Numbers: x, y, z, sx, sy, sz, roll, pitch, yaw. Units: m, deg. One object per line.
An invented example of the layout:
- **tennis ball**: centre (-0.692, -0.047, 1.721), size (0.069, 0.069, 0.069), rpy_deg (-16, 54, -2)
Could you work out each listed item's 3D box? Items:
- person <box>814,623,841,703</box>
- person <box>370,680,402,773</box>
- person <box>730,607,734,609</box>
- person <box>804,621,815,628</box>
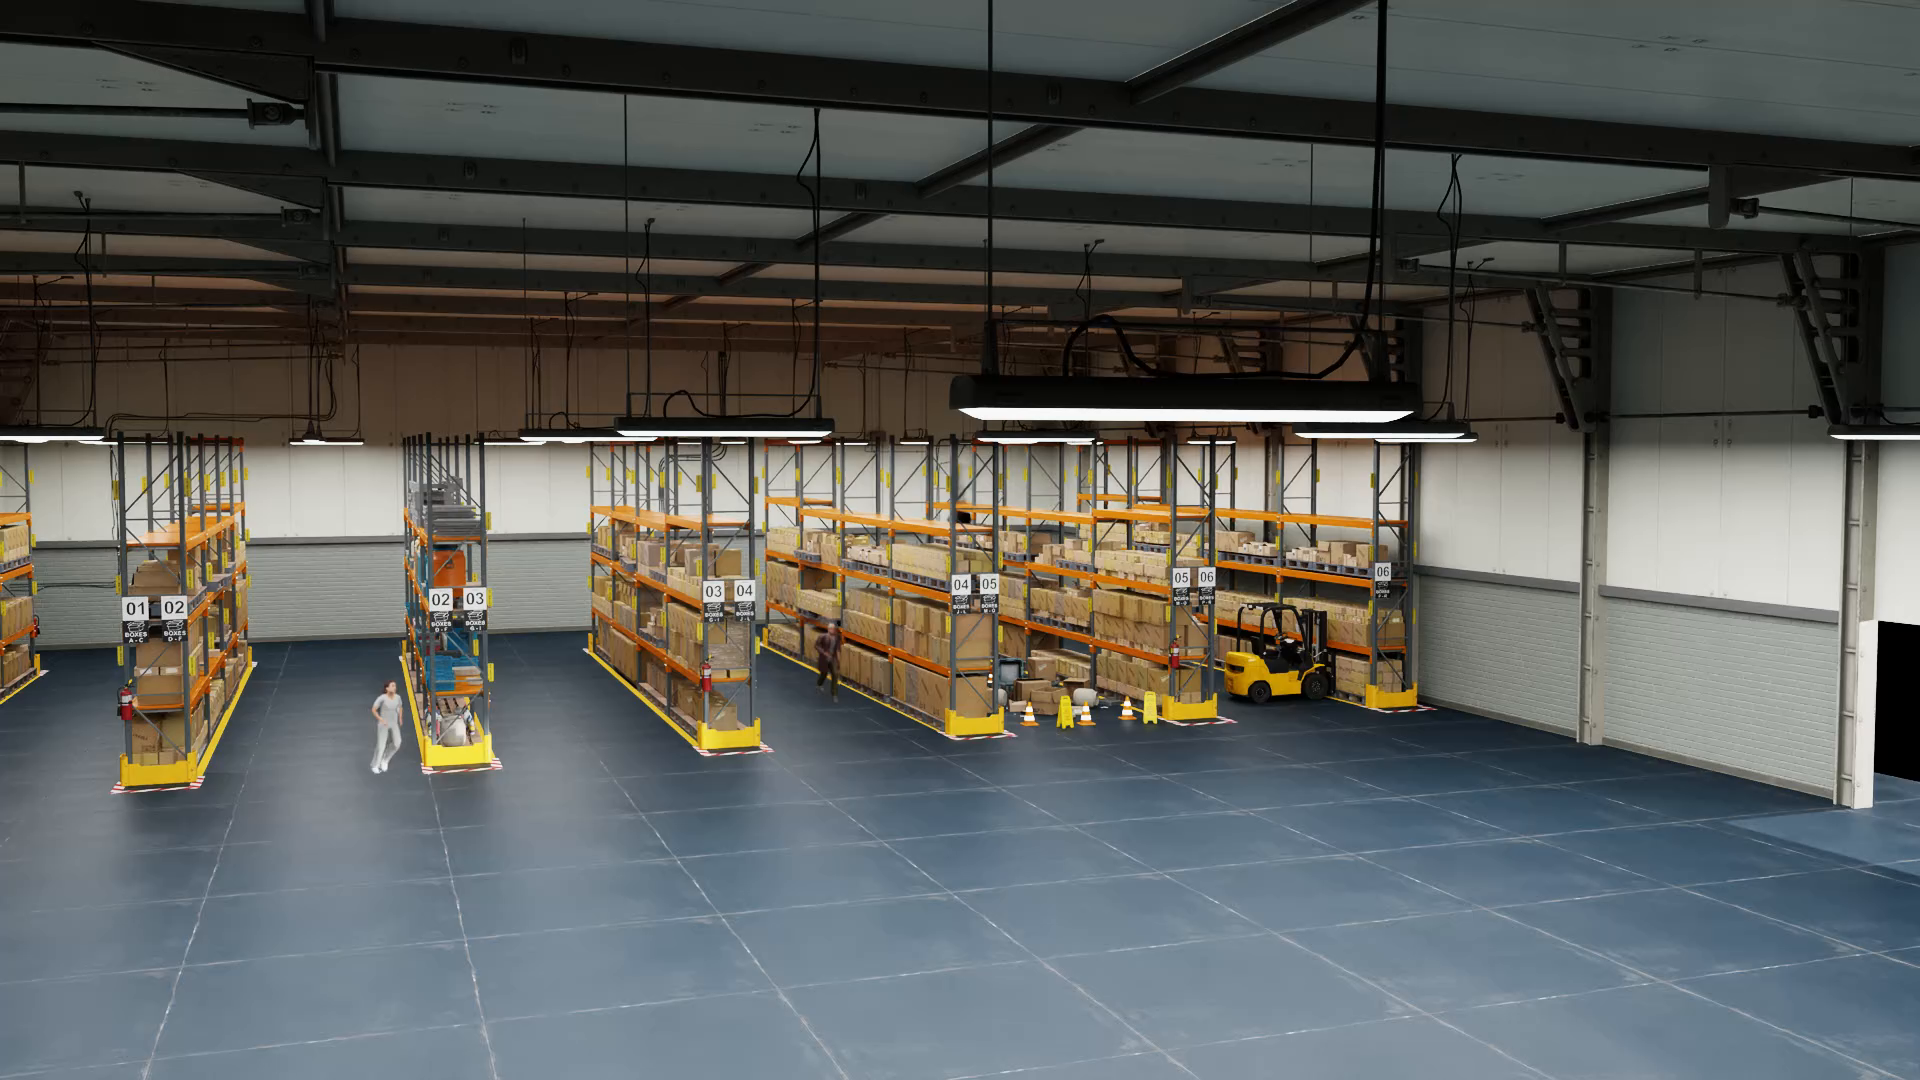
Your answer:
- **person**: centre (-3.008, 2.759, 37.766), size (0.712, 1.778, 1.187), rpy_deg (-1, 3, -24)
- **person**: centre (-10.076, 3.280, 29.378), size (0.623, 1.619, 0.585), rpy_deg (-3, 4, -44)
- **person**: centre (-6.597, 2.293, 47.693), size (0.552, 1.626, 0.770), rpy_deg (1, 3, 14)
- **person**: centre (-4.611, 2.173, 49.598), size (0.791, 1.584, 0.544), rpy_deg (2, 4, 31)
